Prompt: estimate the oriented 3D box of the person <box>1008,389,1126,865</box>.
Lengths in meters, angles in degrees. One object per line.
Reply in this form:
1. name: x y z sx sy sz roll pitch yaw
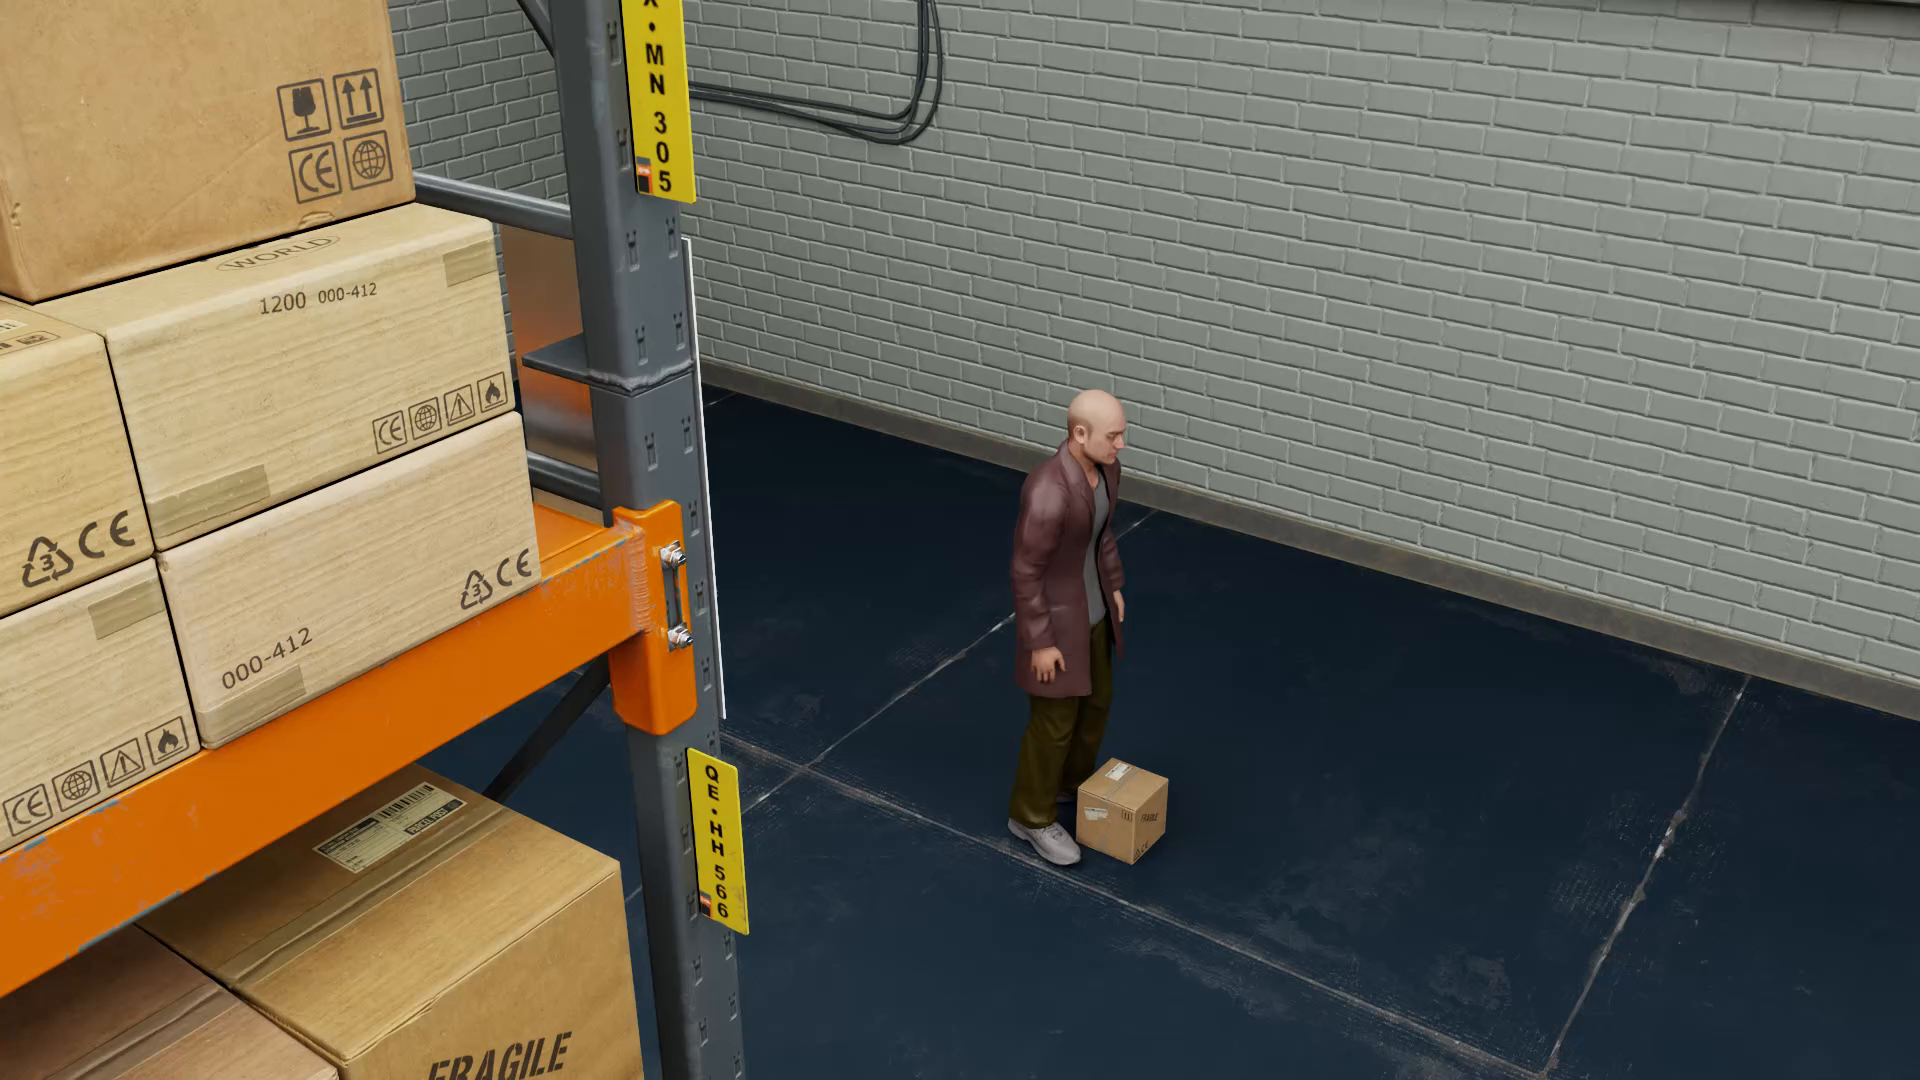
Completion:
1. person: 0.408 0.281 6.071 0.416 1.774 0.653 16 31 29
